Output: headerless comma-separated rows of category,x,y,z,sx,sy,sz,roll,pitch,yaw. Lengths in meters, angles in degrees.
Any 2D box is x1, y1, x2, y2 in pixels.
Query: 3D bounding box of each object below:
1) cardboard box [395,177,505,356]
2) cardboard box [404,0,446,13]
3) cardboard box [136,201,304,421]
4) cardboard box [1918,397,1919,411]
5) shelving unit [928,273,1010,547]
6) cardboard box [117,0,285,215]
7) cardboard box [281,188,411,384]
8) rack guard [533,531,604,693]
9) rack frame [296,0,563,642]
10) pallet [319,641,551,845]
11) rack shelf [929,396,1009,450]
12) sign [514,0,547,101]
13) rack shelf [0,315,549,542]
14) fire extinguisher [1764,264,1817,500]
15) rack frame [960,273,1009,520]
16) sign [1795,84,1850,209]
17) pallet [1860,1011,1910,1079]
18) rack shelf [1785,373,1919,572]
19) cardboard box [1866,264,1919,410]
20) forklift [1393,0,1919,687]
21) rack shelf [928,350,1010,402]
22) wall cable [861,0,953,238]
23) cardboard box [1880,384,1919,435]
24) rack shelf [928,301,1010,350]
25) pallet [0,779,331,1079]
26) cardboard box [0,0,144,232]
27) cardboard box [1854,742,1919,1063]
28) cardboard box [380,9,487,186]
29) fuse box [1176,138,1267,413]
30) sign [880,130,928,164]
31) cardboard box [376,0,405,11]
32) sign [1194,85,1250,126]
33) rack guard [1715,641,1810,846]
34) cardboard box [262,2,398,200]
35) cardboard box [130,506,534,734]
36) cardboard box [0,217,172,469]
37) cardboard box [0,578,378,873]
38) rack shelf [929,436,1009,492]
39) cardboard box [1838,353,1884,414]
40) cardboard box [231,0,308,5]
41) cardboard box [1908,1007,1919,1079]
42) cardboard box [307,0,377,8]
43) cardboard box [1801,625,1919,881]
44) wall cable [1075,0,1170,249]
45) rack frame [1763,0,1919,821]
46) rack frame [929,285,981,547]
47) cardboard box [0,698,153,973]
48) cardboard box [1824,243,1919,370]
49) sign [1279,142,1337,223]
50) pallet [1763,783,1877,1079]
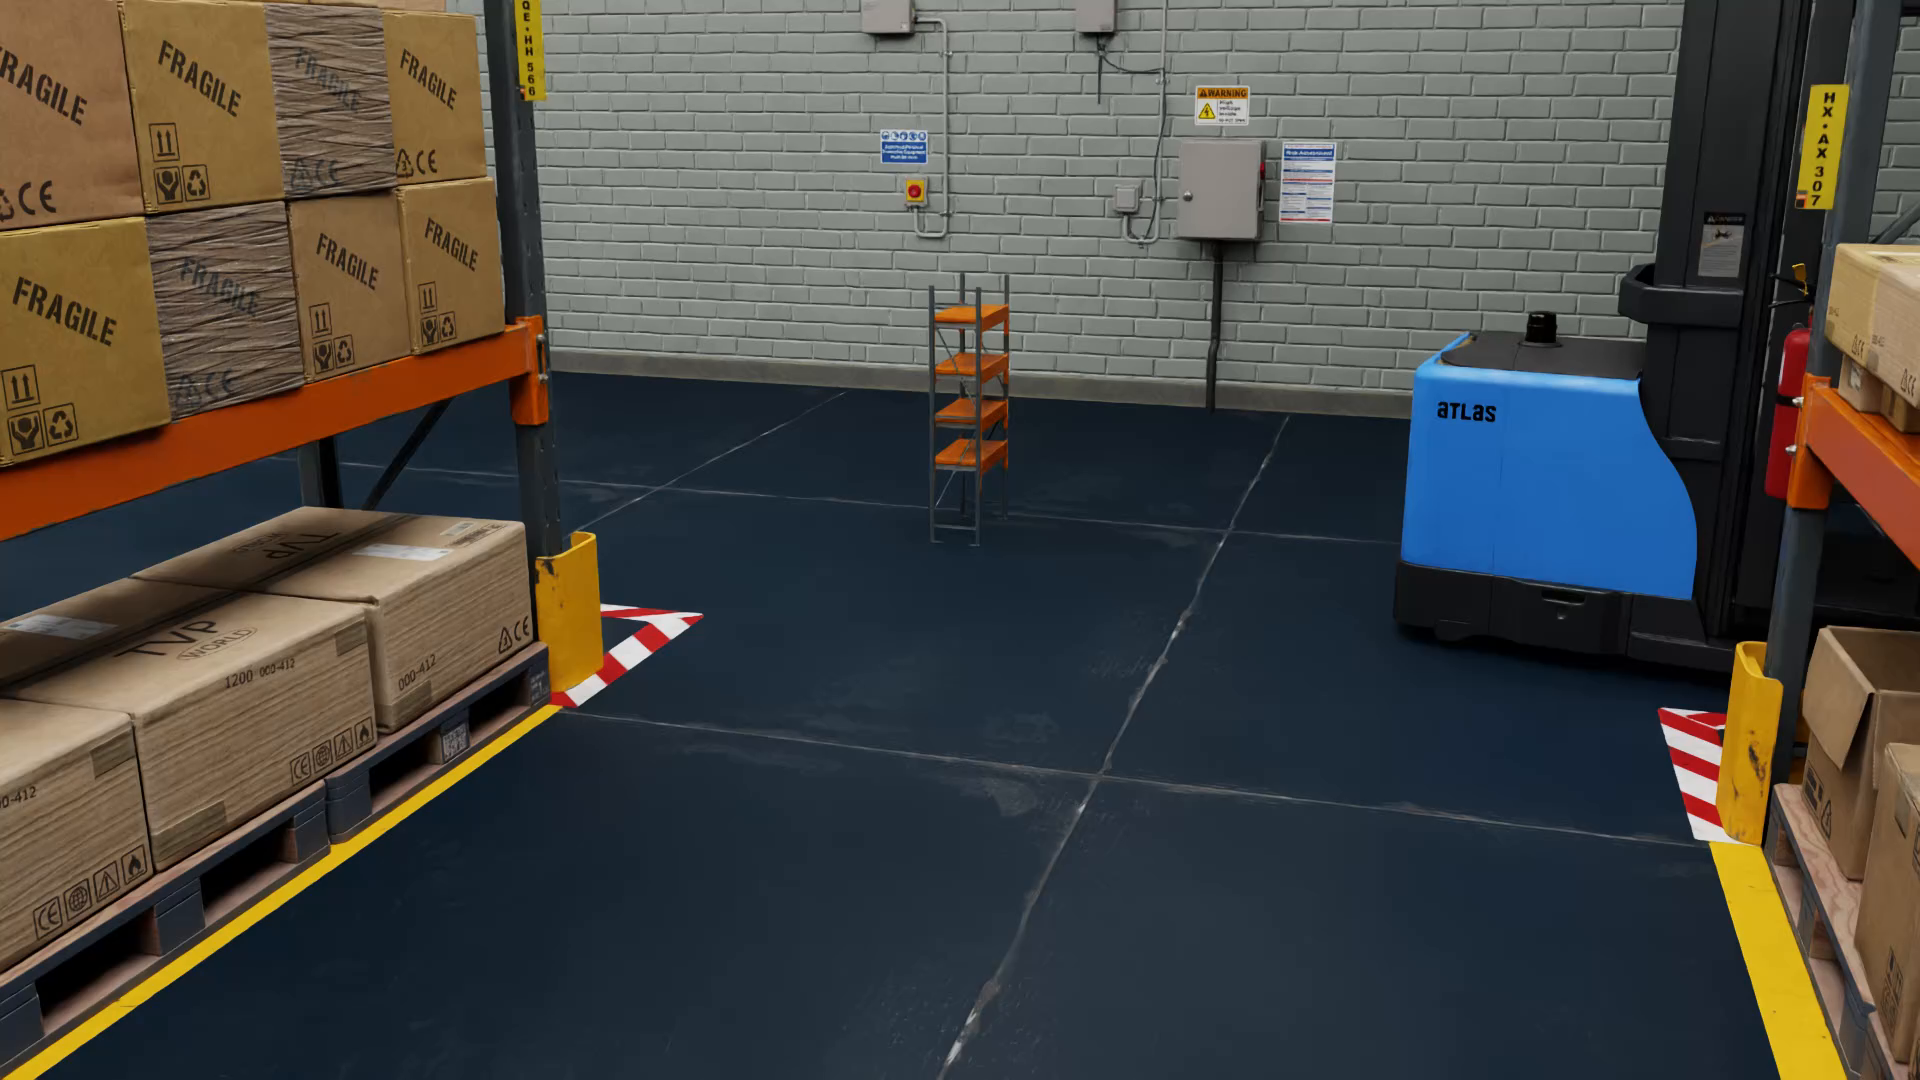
cardboard box,-1.806,-0.881,5.254,0.500,0.500,0.500,5,17,16
cardboard box,-1.833,-1.711,5.161,0.380,0.149,0.250,5,17,17
cardboard box,-2.100,-0.615,4.318,0.500,0.500,0.500,5,17,17
cardboard box,2.166,-0.304,3.133,0.500,0.250,0.500,4,16,15
shelving unit,0.047,-0.621,7.818,0.258,1.200,0.503,5,16,16
cardboard box,-2.096,-1.096,4.180,0.500,0.500,0.500,5,16,16
cardboard box,-1.963,-0.751,4.796,0.500,0.500,0.500,4,16,15
rack guard,-1.916,0.217,6.149,1.175,0.500,0.348,5,16,16
rack frame,-1.923,-0.979,5.785,1.000,3.000,0.127,5,16,16
pallet,-2.075,0.577,5.407,1.003,0.211,1.213,5,16,16
rack shelf,0.047,-0.556,7.837,0.258,0.148,0.480,5,16,16
sign,-1.407,-1.605,5.434,0.100,0.325,0.005,5,16,16
rack shelf,-2.491,-0.110,4.039,1.077,0.370,4.000,5,16,16
fire extinguisher,2.436,-0.453,4.755,0.296,0.674,0.183,5,16,16
rack frame,0.116,-0.684,8.043,0.240,1.200,0.015,5,16,16
sign,2.317,-1.054,4.462,0.100,0.325,0.005,5,16,16
pallet,2.241,1.293,2.885,1.003,0.211,1.213,5,16,16
rack shelf,2.269,0.274,2.685,1.077,0.370,4.000,5,16,16
cardboard box,2.307,-0.437,3.602,0.500,0.250,0.500,5,17,16
forklift,3.244,-0.965,5.862,3.031,2.935,1.130,8,18,26
rack shelf,0.047,-0.771,7.776,0.258,0.148,0.480,5,16,16
wall cable,-0.343,-2.960,10.850,0.585,1.953,0.123,5,16,16
cardboard box,2.453,-0.340,3.991,0.380,0.149,0.250,5,17,17
rack shelf,0.047,-0.999,7.711,0.258,0.148,0.480,5,16,16
pallet,-2.424,0.896,4.285,1.003,0.211,1.213,5,16,16
cardboard box,-2.240,-0.964,3.717,0.500,0.500,0.500,5,16,15
cardboard box,2.292,0.778,3.399,0.700,0.500,0.500,5,17,18
cardboard box,-1.832,-1.364,5.125,0.500,0.500,0.500,5,17,18
fuse box,1.630,-1.636,10.460,0.539,1.711,0.414,5,16,16
sign,-0.372,-2.606,11.026,0.327,0.218,0.001,5,16,16
cardboard box,-1.882,-1.643,4.920,0.380,0.149,0.250,5,17,17
sign,1.635,-2.711,10.377,0.339,0.242,0.001,5,16,16
rack guard,2.816,0.627,4.703,1.175,0.500,0.348,5,16,16
cardboard box,-1.952,-1.225,4.635,0.500,0.500,0.500,5,16,16
cardboard box,-2.015,0.232,5.442,0.875,0.438,0.875,4,16,14
cardboard box,-2.234,-0.479,3.839,0.500,0.500,0.500,5,17,18
cardboard box,-2.267,0.472,4.595,0.875,0.438,0.875,5,17,17
rack shelf,0.047,-0.365,7.891,0.258,0.148,0.480,5,16,16
cardboard box,2.481,-0.410,4.238,0.380,0.149,0.250,4,16,15
cardboard box,-1.986,-1.506,4.438,0.380,0.149,0.250,5,17,17
cardboard box,2.046,0.909,2.939,0.500,0.500,0.500,5,17,17
cardboard box,-1.875,-1.569,4.659,0.380,0.149,0.250,4,16,15
cardboard box,2.572,0.556,4.177,0.797,0.503,0.637,4,16,14
wall cable,1.020,-2.838,10.477,0.588,1.984,0.122,5,16,16
rack frame,2.837,-0.595,4.432,1.000,3.000,0.127,5,16,16
rack frame,-0.022,-0.557,7.593,0.240,1.200,0.015,5,16,16
cardboard box,-2.525,0.707,3.764,0.875,0.438,0.875,4,16,14
cardboard box,2.450,-0.569,4.067,0.500,0.250,0.500,5,17,16
sign,2.162,-2.226,10.353,0.329,0.494,0.001,5,16,16
pallet,2.590,0.975,4.007,1.003,0.211,1.213,5,16,16
